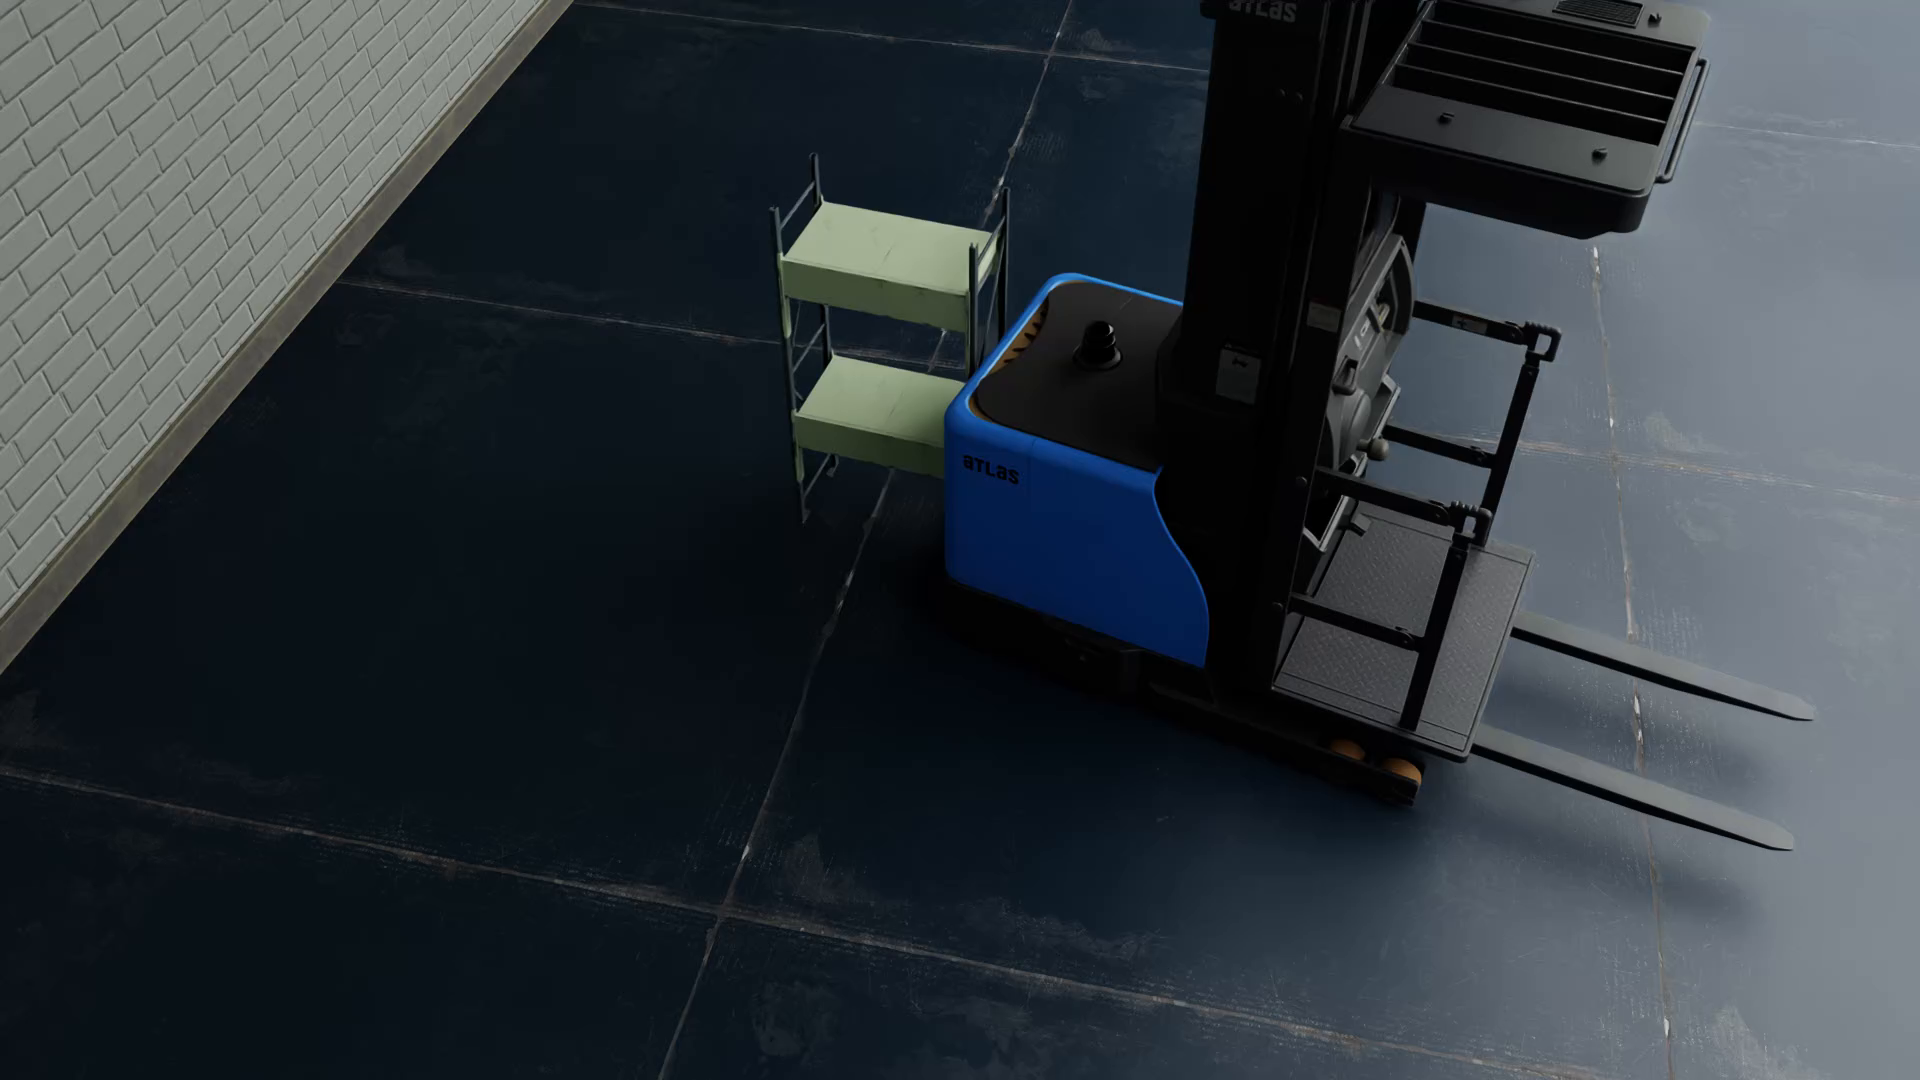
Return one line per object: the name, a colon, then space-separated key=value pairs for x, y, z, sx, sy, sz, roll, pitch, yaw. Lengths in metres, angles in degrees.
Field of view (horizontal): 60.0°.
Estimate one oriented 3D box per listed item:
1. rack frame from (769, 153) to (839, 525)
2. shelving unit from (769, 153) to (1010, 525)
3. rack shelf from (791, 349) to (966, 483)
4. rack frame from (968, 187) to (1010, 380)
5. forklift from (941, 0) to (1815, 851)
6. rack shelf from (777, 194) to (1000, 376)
rack frame: x=-0.591 y=-0.736 z=6.433 sx=0.023 sy=1.500 sz=0.400 roll=13 pitch=45 yaw=13
shelving unit: x=-0.244 y=-0.656 z=6.350 sx=0.755 sy=1.500 sz=0.431 roll=13 pitch=45 yaw=13
rack shelf: x=-0.244 y=-0.421 z=6.576 sx=0.720 sy=0.370 sz=0.431 roll=13 pitch=45 yaw=13
rack frame: x=0.104 y=-0.575 z=6.266 sx=0.023 sy=1.500 sz=0.400 roll=13 pitch=45 yaw=13
forklift: x=1.484 y=-0.560 z=5.219 sx=3.031 sy=2.935 sz=1.130 roll=19 pitch=47 yaw=19
rack shelf: x=-0.244 y=-0.937 z=6.079 sx=0.720 sy=0.370 sz=0.431 roll=13 pitch=45 yaw=13
